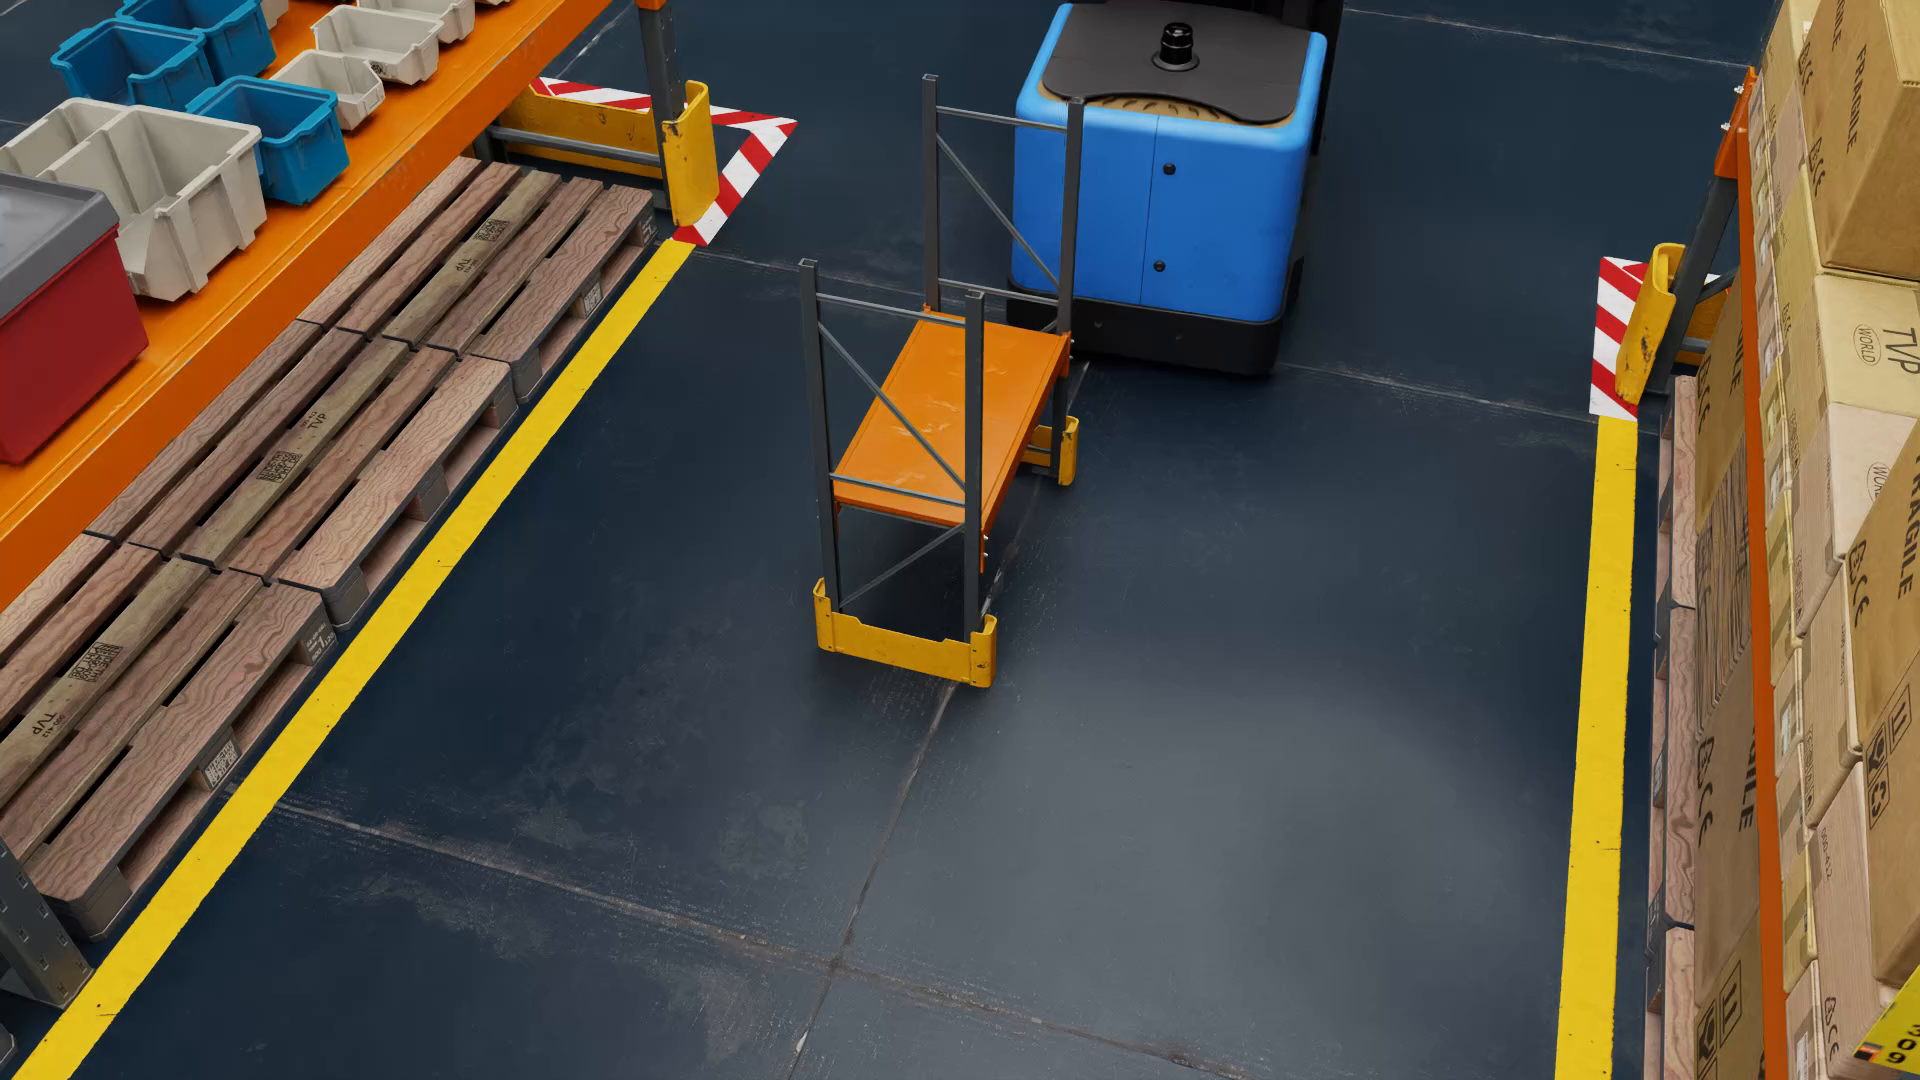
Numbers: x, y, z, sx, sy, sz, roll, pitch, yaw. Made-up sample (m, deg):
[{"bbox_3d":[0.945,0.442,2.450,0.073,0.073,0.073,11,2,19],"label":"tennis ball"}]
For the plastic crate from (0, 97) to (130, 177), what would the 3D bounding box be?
[{"bbox_3d":[-2.614,-1.107,4.883,0.293,0.136,0.466,13,46,13],"label":"plastic crate"}]

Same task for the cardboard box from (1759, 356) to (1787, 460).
[{"bbox_3d":[2.190,-0.291,4.082,0.380,0.149,0.250,11,46,11],"label":"cardboard box"}]

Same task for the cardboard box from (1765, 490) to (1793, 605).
[{"bbox_3d":[2.034,0.054,3.730,0.380,0.149,0.250,12,46,12],"label":"cardboard box"}]

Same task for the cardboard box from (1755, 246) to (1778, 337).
[{"bbox_3d":[2.345,-0.631,4.430,0.380,0.149,0.250,12,46,12],"label":"cardboard box"}]

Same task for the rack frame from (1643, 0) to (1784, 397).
[{"bbox_3d":[3.076,-1.573,5.213,1.000,3.000,0.127,13,46,13],"label":"rack frame"}]

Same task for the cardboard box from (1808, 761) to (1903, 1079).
[{"bbox_3d":[1.749,0.691,2.794,0.500,0.250,0.500,12,46,12],"label":"cardboard box"}]

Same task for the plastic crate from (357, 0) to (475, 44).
[{"bbox_3d":[-1.820,-1.777,5.567,0.396,0.136,0.243,13,46,13],"label":"plastic crate"}]

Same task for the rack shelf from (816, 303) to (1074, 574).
[{"bbox_3d":[-0.026,-0.351,5.293,0.538,0.185,1.000,13,46,13],"label":"rack shelf"}]

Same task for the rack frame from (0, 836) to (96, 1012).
[{"bbox_3d":[-2.855,0.044,3.560,1.000,3.000,0.127,13,46,13],"label":"rack frame"}]

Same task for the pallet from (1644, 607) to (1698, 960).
[{"bbox_3d":[2.538,0.784,4.798,1.003,0.211,1.213,13,46,12],"label":"pallet"}]

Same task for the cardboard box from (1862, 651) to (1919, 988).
[{"bbox_3d":[1.749,0.410,2.545,0.500,0.500,0.500,14,46,14],"label":"cardboard box"}]

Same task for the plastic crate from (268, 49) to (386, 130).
[{"bbox_3d":[-1.953,-1.385,5.166,0.298,0.136,0.250,13,46,13],"label":"plastic crate"}]

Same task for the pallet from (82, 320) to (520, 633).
[{"bbox_3d":[-2.302,-0.273,5.878,1.003,0.211,1.213,13,46,13],"label":"pallet"}]

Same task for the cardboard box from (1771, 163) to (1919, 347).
[{"bbox_3d":[2.367,-0.681,4.196,0.500,0.250,0.500,11,45,11],"label":"cardboard box"}]

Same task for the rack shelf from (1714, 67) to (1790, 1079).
[{"bbox_3d":[2.471,0.017,4.102,1.077,0.370,4.000,13,46,13],"label":"rack shelf"}]

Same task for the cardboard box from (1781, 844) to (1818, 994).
[{"bbox_3d":[1.723,0.738,3.030,0.380,0.149,0.250,13,46,13],"label":"cardboard box"}]

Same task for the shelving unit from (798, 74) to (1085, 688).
[{"bbox_3d":[-0.023,-0.485,5.174,0.587,1.500,1.083,13,46,13],"label":"shelving unit"}]

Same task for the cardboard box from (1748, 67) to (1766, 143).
[{"bbox_3d":[2.654,-1.316,5.130,0.380,0.149,0.250,13,46,13],"label":"cardboard box"}]

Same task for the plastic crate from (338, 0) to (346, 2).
[{"bbox_3d":[-2.232,-2.050,5.777,0.416,0.233,0.300,13,46,13],"label":"plastic crate"}]

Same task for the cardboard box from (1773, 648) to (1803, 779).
[{"bbox_3d":[1.879,0.396,3.380,0.380,0.149,0.250,13,46,13],"label":"cardboard box"}]

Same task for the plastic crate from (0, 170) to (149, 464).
[{"bbox_3d":[-2.346,-0.542,4.071,0.402,0.464,0.583,13,46,13],"label":"plastic crate"}]

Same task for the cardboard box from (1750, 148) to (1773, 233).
[{"bbox_3d":[2.501,-0.974,4.781,0.380,0.149,0.250,12,46,12],"label":"cardboard box"}]

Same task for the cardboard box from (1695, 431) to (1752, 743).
[{"bbox_3d":[2.683,0.086,4.736,0.875,0.875,0.875,13,46,13],"label":"cardboard box"}]

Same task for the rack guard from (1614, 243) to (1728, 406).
[{"bbox_3d":[3.084,-0.696,6.103,1.175,0.500,0.348,13,46,13],"label":"rack guard"}]

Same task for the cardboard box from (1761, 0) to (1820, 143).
[{"bbox_3d":[2.674,-1.363,4.893,0.500,0.250,0.500,11,46,11],"label":"cardboard box"}]

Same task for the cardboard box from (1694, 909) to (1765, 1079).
[{"bbox_3d":[2.141,1.280,3.517,0.875,0.875,0.875,13,46,13],"label":"cardboard box"}]

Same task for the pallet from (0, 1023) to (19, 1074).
[{"bbox_3d":[-3.129,1.546,4.019,1.003,0.211,1.213,13,46,13],"label":"pallet"}]

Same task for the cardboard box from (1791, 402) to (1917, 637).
[{"bbox_3d":[2.057,0.005,3.495,0.500,0.250,0.500,13,46,13],"label":"cardboard box"}]

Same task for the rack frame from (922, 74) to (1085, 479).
[{"bbox_3d":[0.128,-0.818,5.514,0.500,1.500,0.032,13,46,13],"label":"rack frame"}]

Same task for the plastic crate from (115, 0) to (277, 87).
[{"bbox_3d":[-2.431,-1.611,5.329,0.416,0.233,0.300,13,46,13],"label":"plastic crate"}]

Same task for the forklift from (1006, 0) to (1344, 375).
[{"bbox_3d":[1.040,-2.719,6.433,1.130,2.935,3.031,10,45,10],"label":"forklift"}]

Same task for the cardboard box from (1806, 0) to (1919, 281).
[{"bbox_3d":[2.371,-0.951,3.936,0.500,0.500,0.500,11,46,11],"label":"cardboard box"}]

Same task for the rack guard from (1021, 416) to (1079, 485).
[{"bbox_3d":[0.128,-0.370,5.950,0.587,0.250,0.087,13,46,13],"label":"rack guard"}]
